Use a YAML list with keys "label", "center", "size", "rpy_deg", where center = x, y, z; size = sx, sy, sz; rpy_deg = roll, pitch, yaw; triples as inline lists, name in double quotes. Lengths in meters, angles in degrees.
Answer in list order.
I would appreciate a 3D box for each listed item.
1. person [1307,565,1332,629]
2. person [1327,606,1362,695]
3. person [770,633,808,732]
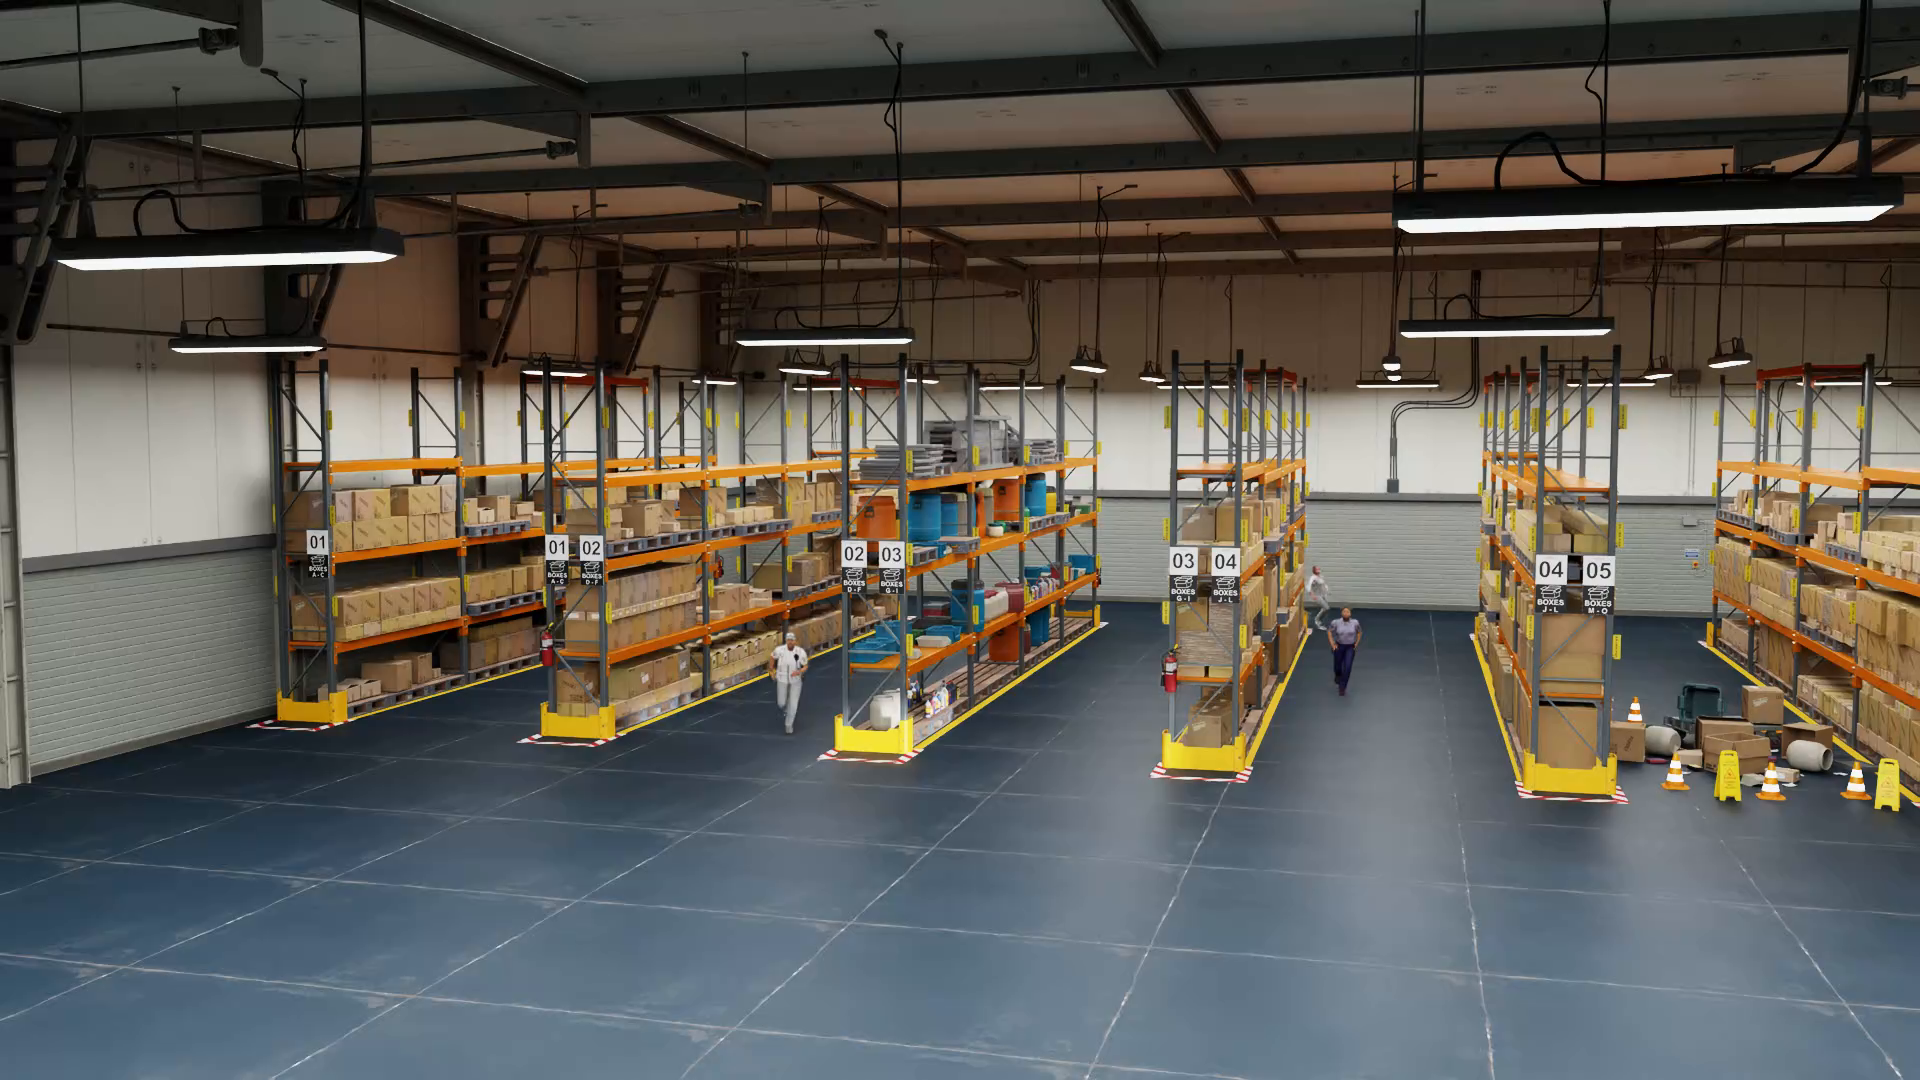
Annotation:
- label: "person"
  center: [8.651, 1.381, 39.776]
  size: [0.451, 1.550, 0.596]
  rpy_deg: [4, 6, 45]
- label: "person"
  center: [7.071, 2.017, 30.563]
  size: [0.627, 1.619, 0.645]
  rpy_deg: [1, 4, 9]
- label: "person"
  center: [-2.758, 2.290, 26.731]
  size: [0.645, 1.619, 0.623]
  rpy_deg: [0, 4, 1]
